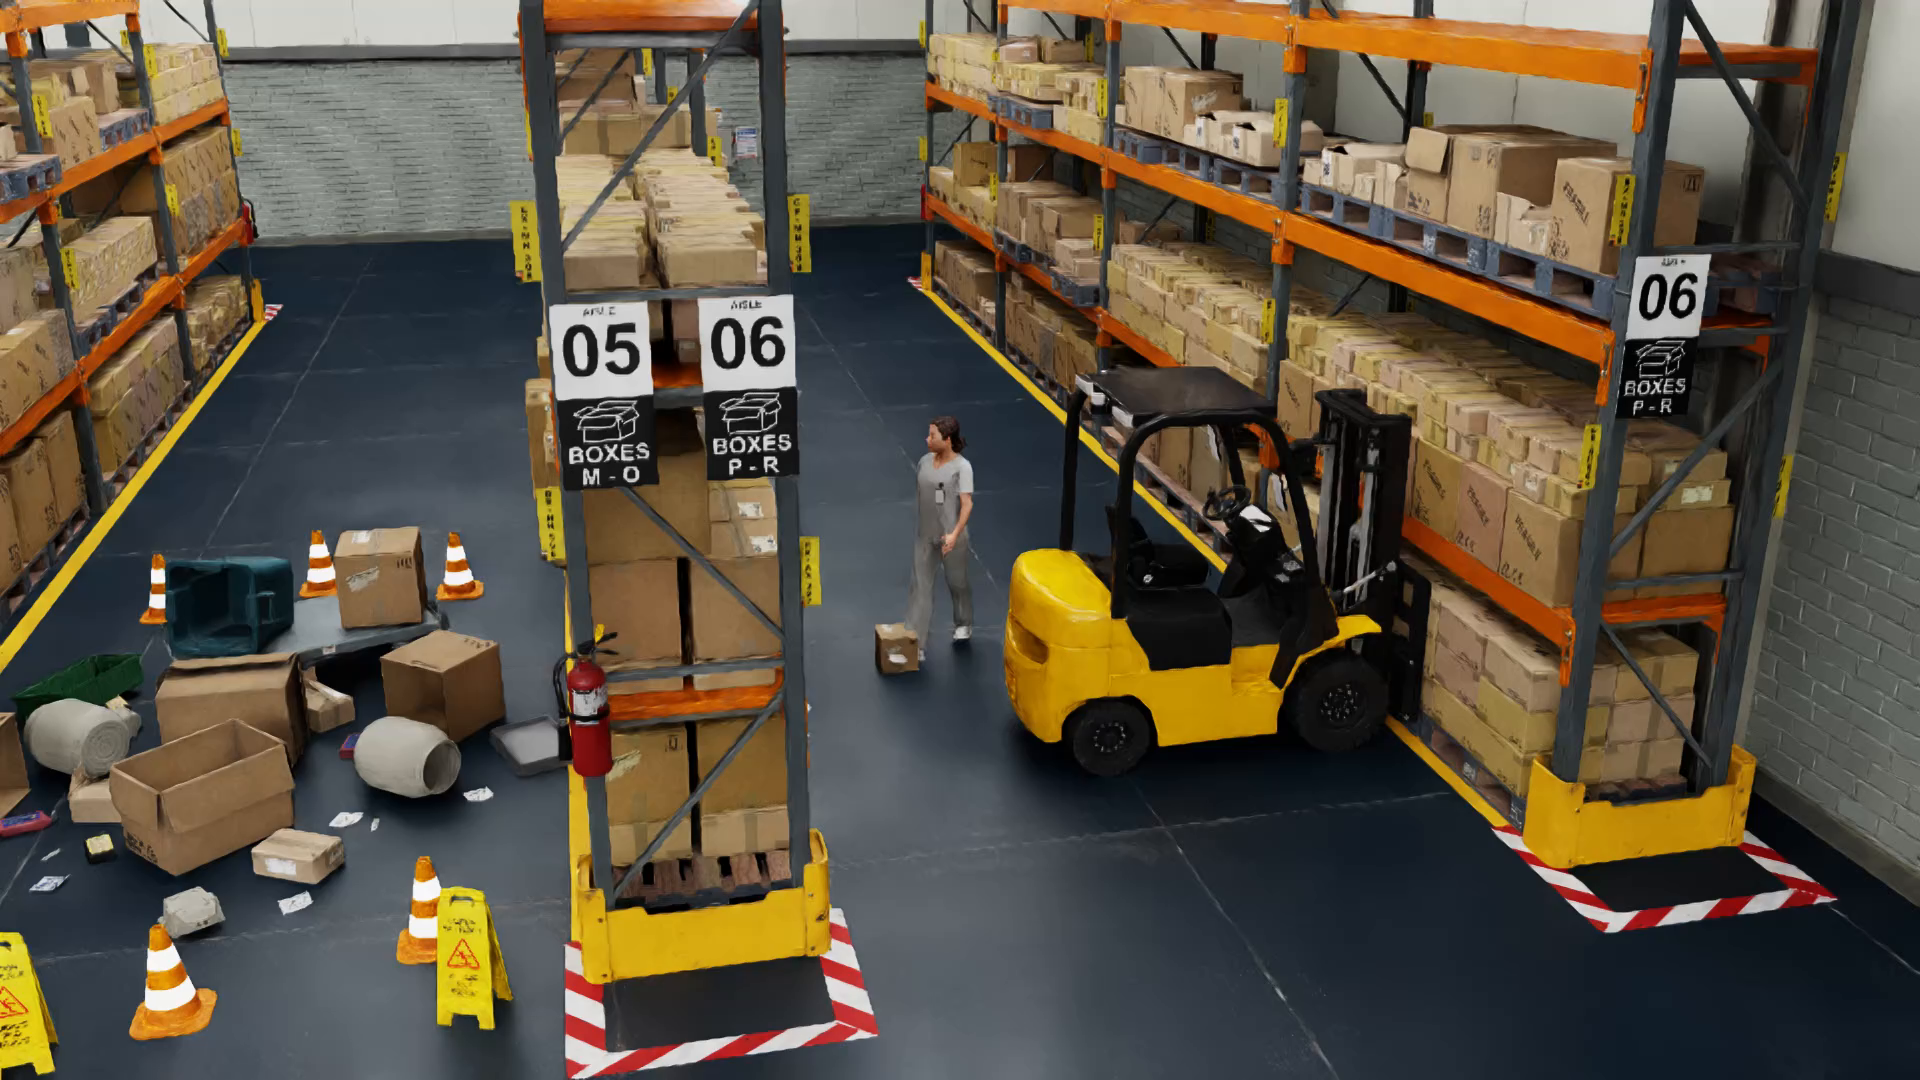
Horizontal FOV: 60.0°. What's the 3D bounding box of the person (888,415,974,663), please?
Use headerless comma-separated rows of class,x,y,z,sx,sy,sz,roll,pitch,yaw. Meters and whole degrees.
person,-0.158,-0.010,11.106,0.490,1.620,0.931,10,22,27
